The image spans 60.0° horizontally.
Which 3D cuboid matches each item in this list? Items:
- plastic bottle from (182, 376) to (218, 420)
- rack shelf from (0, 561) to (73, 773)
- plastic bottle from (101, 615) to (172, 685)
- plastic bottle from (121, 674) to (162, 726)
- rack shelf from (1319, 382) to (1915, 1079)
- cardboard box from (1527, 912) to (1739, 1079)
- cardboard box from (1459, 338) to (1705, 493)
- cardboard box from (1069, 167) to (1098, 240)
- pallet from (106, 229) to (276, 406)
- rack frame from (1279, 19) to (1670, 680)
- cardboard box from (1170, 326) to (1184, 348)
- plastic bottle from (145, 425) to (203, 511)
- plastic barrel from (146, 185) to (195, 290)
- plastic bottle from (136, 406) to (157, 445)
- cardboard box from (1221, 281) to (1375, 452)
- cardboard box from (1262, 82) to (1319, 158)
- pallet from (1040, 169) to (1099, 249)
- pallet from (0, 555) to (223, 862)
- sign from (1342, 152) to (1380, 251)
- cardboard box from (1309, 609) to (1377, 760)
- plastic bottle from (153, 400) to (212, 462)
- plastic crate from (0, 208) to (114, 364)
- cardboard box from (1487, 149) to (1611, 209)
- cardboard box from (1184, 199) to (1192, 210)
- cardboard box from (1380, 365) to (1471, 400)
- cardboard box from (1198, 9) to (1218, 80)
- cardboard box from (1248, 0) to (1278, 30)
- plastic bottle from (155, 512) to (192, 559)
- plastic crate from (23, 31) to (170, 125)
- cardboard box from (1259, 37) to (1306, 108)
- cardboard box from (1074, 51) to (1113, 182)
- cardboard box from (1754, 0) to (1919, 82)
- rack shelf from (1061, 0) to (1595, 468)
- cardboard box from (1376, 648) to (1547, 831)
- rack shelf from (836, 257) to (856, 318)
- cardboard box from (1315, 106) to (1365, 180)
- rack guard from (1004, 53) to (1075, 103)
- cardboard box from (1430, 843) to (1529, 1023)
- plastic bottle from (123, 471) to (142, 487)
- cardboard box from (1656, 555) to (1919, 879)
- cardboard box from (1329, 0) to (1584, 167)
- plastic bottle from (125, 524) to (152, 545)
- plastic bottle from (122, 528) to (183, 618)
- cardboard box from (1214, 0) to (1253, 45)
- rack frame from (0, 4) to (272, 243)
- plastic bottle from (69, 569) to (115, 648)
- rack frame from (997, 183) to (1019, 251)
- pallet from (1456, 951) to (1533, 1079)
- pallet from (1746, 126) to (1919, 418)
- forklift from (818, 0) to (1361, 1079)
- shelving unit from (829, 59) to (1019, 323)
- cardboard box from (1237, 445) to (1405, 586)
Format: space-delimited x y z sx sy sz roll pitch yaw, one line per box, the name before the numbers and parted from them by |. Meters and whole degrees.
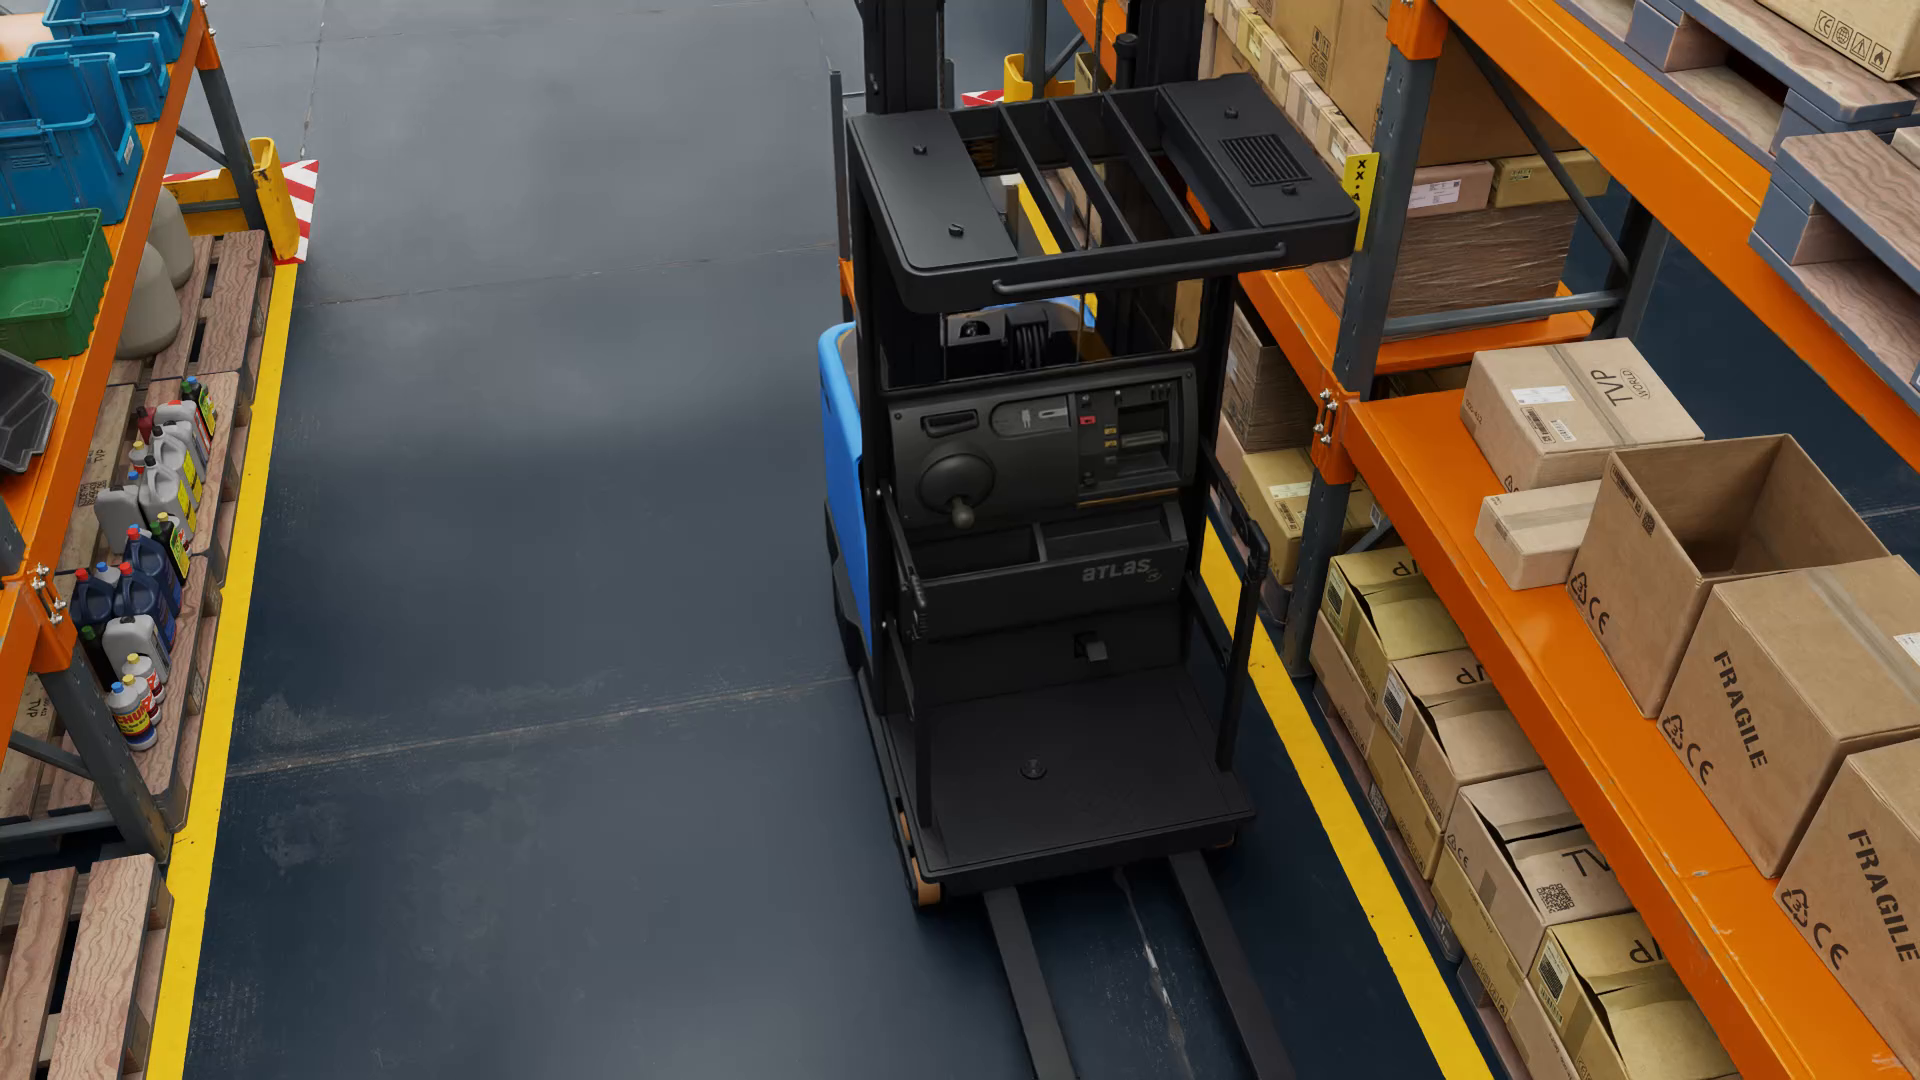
plastic bottle | -3.174 -0.591 6.932 0.097 0.201 0.097 0 42 0
rack shelf | -2.704 1.558 3.277 1.077 0.370 4.000 -8 42 -9
plastic bottle | -2.873 0.372 5.792 0.152 0.276 0.135 -7 42 -8
plastic bottle | -2.798 0.539 5.659 0.097 0.201 0.097 0 42 0
rack shelf | 2.134 0.851 4.074 1.077 0.370 4.000 -8 42 -9
cardboard box | 1.881 1.247 4.418 0.500 0.311 0.500 -7 42 -8
cardboard box | 1.851 -0.346 4.993 0.500 0.250 0.500 -6 42 -7
cardboard box | 0.849 -1.733 8.198 0.500 0.250 0.500 -8 42 -9
pallet | -3.766 -0.987 7.703 1.003 0.211 1.213 -8 42 -9
rack frame | 1.702 -0.715 5.296 1.000 3.000 0.127 -8 42 -9
cardboard box | 1.168 -0.760 7.102 0.500 0.250 0.500 -8 42 -9
plastic bottle | -3.077 -0.282 6.473 0.144 0.351 0.185 -7 42 -8
plastic barrel | -3.782 -1.411 7.638 0.421 0.512 0.421 0 42 0
plastic bottle | -3.251 -0.438 6.699 0.061 0.283 0.133 -8 42 -9
cardboard box | 1.292 -0.719 6.490 0.500 0.500 0.500 -8 42 -9
cardboard box | 1.480 -1.380 5.970 0.700 0.500 0.500 -9 42 -10
pallet | 1.044 -1.775 8.590 1.003 0.211 1.213 -8 42 -9
pallet | -3.240 0.594 5.922 1.003 0.211 1.213 -8 42 -9
sign | 1.160 -0.988 4.891 0.100 0.325 0.005 -8 42 -9
cardboard box | 1.547 0.454 5.734 0.500 0.250 0.500 -9 42 -10
plastic bottle | -3.147 -0.451 6.719 0.152 0.276 0.135 -8 42 -9
plastic crate | -3.153 -0.848 5.606 0.450 0.188 0.662 -8 42 -9
cardboard box | 1.833 -1.197 5.275 0.380 0.149 0.250 -8 42 -9
cardboard box | 1.058 -1.365 7.218 0.500 0.500 0.500 -8 42 -9
cardboard box | 1.907 -0.469 6.209 0.500 0.500 0.500 -8 42 -9
cardboard box | 1.264 -2.037 6.710 0.700 0.500 0.500 -7 42 -8
cardboard box | 1.382 -2.176 5.889 0.700 0.500 0.500 -8 42 -9
plastic bottle | -2.984 -0.017 6.286 0.097 0.201 0.097 0 42 0
plastic crate | -3.464 -1.841 6.677 0.499 0.251 0.408 -8 42 -9
cardboard box | 1.266 -1.640 5.774 0.380 0.149 0.250 -8 42 -9
cardboard box | 0.847 -2.013 7.949 0.500 0.500 0.500 -8 42 -9
cardboard box | 1.947 -1.181 3.358 0.500 0.250 0.500 -12 43 -13
rack shelf | 1.270 -1.742 6.995 1.077 0.370 4.000 -8 42 -9
cardboard box | 1.651 0.576 5.174 0.500 0.311 0.500 -9 42 -10
rack shelf | -0.154 -0.859 6.858 0.538 0.185 1.000 -9 42 -10
cardboard box | 1.383 -1.301 5.392 0.380 0.149 0.250 -9 42 -10
rack guard | 0.833 -2.388 9.064 1.175 0.500 0.348 -8 42 -9
cardboard box | 1.771 1.120 4.983 0.500 0.250 0.500 -10 42 -11
plastic bottle | -3.186 -0.181 6.471 0.097 0.201 0.097 0 42 0
cardboard box | 2.073 0.414 3.949 0.500 0.500 0.500 -8 42 -9
cardboard box | 1.600 -1.524 5.155 0.700 0.500 0.500 -8 42 -9
plastic bottle | -3.014 0.053 6.154 0.097 0.271 0.097 0 42 0
plastic bottle | -2.945 0.114 6.026 0.144 0.351 0.185 -10 43 -11
cardboard box | 1.161 -1.964 6.138 0.380 0.149 0.250 -7 42 -8
rack frame | -3.999 -2.600 7.420 1.000 3.000 0.127 -8 42 -9
plastic bottle | -3.045 0.257 5.865 0.144 0.351 0.185 -8 42 -9
rack frame | -0.038 -0.665 6.369 0.500 1.500 0.032 -9 42 -10
pallet | 2.166 1.593 4.797 1.003 0.211 1.213 -8 42 -9
pallet | 2.087 -0.325 2.739 1.003 0.211 1.213 -7 42 -7
forklift | 0.307 -0.191 4.758 1.130 2.935 3.031 -9 42 -10
shelving unit | -0.152 -0.987 6.732 0.587 1.500 1.083 -9 42 -10
cardboard box | 1.388 -0.113 6.372 0.500 0.250 0.500 -8 42 -9
